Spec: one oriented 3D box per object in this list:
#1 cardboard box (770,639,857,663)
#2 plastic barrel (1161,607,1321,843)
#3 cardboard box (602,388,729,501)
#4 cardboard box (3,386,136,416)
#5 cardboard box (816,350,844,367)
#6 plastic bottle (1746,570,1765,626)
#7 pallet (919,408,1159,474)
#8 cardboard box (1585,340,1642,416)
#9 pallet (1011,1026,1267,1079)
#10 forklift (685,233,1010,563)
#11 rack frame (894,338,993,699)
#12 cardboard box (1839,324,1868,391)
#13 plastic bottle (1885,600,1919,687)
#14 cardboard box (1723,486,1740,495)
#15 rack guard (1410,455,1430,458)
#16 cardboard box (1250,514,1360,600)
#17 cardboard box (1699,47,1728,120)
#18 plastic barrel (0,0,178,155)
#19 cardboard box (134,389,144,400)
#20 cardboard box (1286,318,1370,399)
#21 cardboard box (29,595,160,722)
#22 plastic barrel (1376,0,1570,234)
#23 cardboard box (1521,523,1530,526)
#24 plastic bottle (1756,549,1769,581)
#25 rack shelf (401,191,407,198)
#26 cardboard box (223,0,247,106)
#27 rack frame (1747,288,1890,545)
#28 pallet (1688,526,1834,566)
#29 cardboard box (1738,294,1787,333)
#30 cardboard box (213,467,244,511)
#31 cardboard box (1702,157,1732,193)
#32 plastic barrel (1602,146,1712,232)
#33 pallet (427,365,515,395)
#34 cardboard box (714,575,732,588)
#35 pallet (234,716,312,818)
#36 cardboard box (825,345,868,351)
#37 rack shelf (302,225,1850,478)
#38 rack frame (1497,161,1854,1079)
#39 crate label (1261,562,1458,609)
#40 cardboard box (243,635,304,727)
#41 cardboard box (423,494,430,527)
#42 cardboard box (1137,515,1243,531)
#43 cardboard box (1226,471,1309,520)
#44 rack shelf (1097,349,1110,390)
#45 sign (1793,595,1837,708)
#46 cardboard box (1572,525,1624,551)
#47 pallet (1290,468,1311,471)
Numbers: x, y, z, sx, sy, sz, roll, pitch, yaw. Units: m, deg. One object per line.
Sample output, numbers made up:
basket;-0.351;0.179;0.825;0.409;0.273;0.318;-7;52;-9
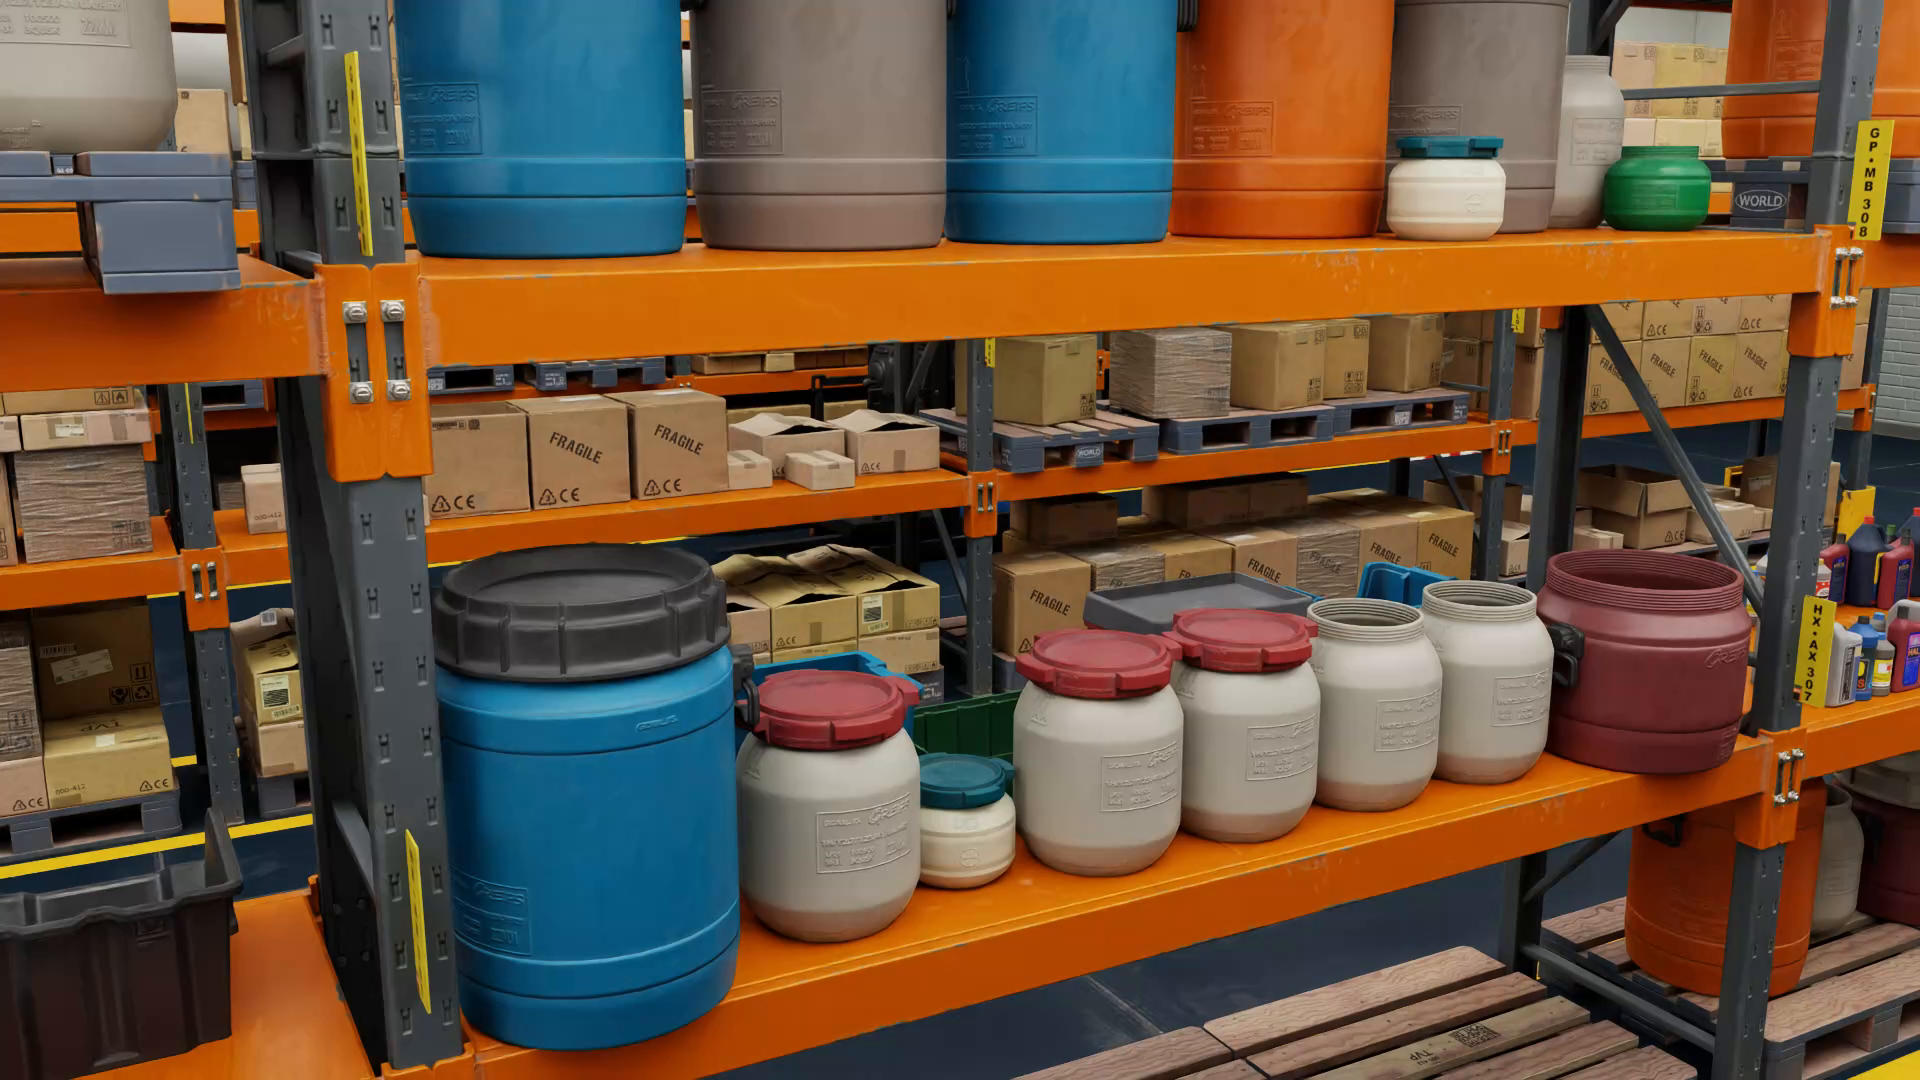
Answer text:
cardboard box;-0.901;0.644;9.220;0.500;0.250;0.500;-7;14;-29
plastic barrel;0.723;0.479;4.340;0.433;0.535;0.433;0;13;0
cardboard box;-1.570;-0.519;8.854;0.500;0.500;0.500;-8;15;-31
cardboard box;-4.002;-0.862;7.427;0.500;0.500;0.700;-7;14;-28
cardboard box;-1.197;-1.597;14.398;0.250;0.149;0.380;-6;14;-27
plastic bottle;2.985;0.214;6.279;0.097;0.201;0.097;0;13;0
pallet;0.456;-0.641;10.061;1.003;0.211;1.213;-7;14;-28
cardboard box;4.432;-1.175;11.769;0.500;0.500;0.500;-7;14;-27
pallet;0.497;1.867;4.831;1.213;0.211;1.003;-7;14;-28
forklift;-0.649;-1.354;12.949;3.031;2.935;1.130;-7;15;-29
rack frame;-0.105;-0.649;9.663;0.127;3.000;1.000;-7;14;-28
cardboard box;6.654;-1.440;12.949;0.500;0.500;0.500;-6;14;-26
plastic bottle;3.206;0.334;5.575;0.135;0.276;0.152;-7;14;-28
cardboard box;6.385;-0.337;13.766;0.250;0.149;0.380;-7;14;-28
rack guard;4.561;-1.228;17.929;0.348;0.500;1.175;-7;14;-28
cardboard box;2.232;0.145;10.825;0.500;0.500;0.500;-7;14;-27
cardboard box;5.123;-3.290;12.058;0.500;0.500;0.700;-7;14;-28
plastic barrel;-1.718;-0.989;3.129;0.421;0.512;0.421;0;13;0
cardboard box;-3.945;-0.603;7.751;0.250;0.149;0.380;-7;14;-28
cardboard box;2.310;-1.233;11.070;0.500;0.500;0.700;-4;13;-19
cardboard box;-4.173;0.531;8.018;0.500;0.500;0.500;-7;14;-28
plastic barrel;1.440;-1.358;4.837;0.600;0.901;0.600;0;13;0
cardboard box;4.070;-0.060;12.533;0.250;0.149;0.380;-7;14;-28
plastic bottle;3.070;0.170;6.316;0.097;0.271;0.097;0;13;0
rack shelf;-4.237;-2.506;12.718;4.000;0.370;1.077;-7;14;-28
cardboard box;-3.056;-2.247;7.606;0.500;0.500;0.500;-7;14;-27
rack frame;6.917;-1.491;13.403;0.127;3.000;1.000;-7;14;-28
pallet;6.151;-0.038;13.300;1.213;0.211;1.003;-7;14;-28
cardboard box;5.762;-1.819;12.355;0.500;0.500;0.500;-6;14;-26
cardboard box;-5.355;-0.259;12.618;0.500;0.500;0.700;-6;14;-26
cardboard box;5.269;-2.621;11.935;0.500;0.250;0.500;-7;14;-28
plastic barrel;2.073;-1.046;4.948;0.294;0.245;0.294;0;13;0
pallet;-4.200;-1.294;12.964;1.213;0.211;1.003;-7;14;-28
cardboard box;-1.611;0.322;9.375;0.500;0.311;0.500;-7;15;-29
pallet;-2.988;1.047;8.477;1.213;0.211;1.003;-7;14;-28
cardboard box;-1.033;-1.914;14.333;0.500;0.500;0.500;-7;14;-28
rack shelf;0.510;-0.596;4.234;4.000;0.370;1.077;-7;14;-28
rack frame;2.265;0.306;5.420;0.127;3.000;1.000;-7;14;-28
crate label;1.263;0.341;5.183;0.616;0.435;0.502;-7;14;-28
cardboard box;-3.134;0.639;7.967;0.500;0.311;0.500;-7;14;-28
cardboard box;-2.740;-0.160;8.060;0.250;0.149;0.380;-7;14;-28
cardboard box;1.515;0.101;11.020;0.500;0.500;0.500;-7;15;-30
cardboard box;1.987;-0.322;11.192;0.500;0.250;0.500;-7;14;-28
rack shelf;2.785;-1.884;16.787;4.000;0.370;1.077;-7;14;-28
sign;2.535;0.331;4.934;0.005;0.325;0.100;-7;14;-28
cardboard box;4.632;0.002;12.220;0.250;0.166;0.380;-7;14;-28
pallet;2.806;-0.858;16.942;1.213;0.211;1.003;-7;14;-28
